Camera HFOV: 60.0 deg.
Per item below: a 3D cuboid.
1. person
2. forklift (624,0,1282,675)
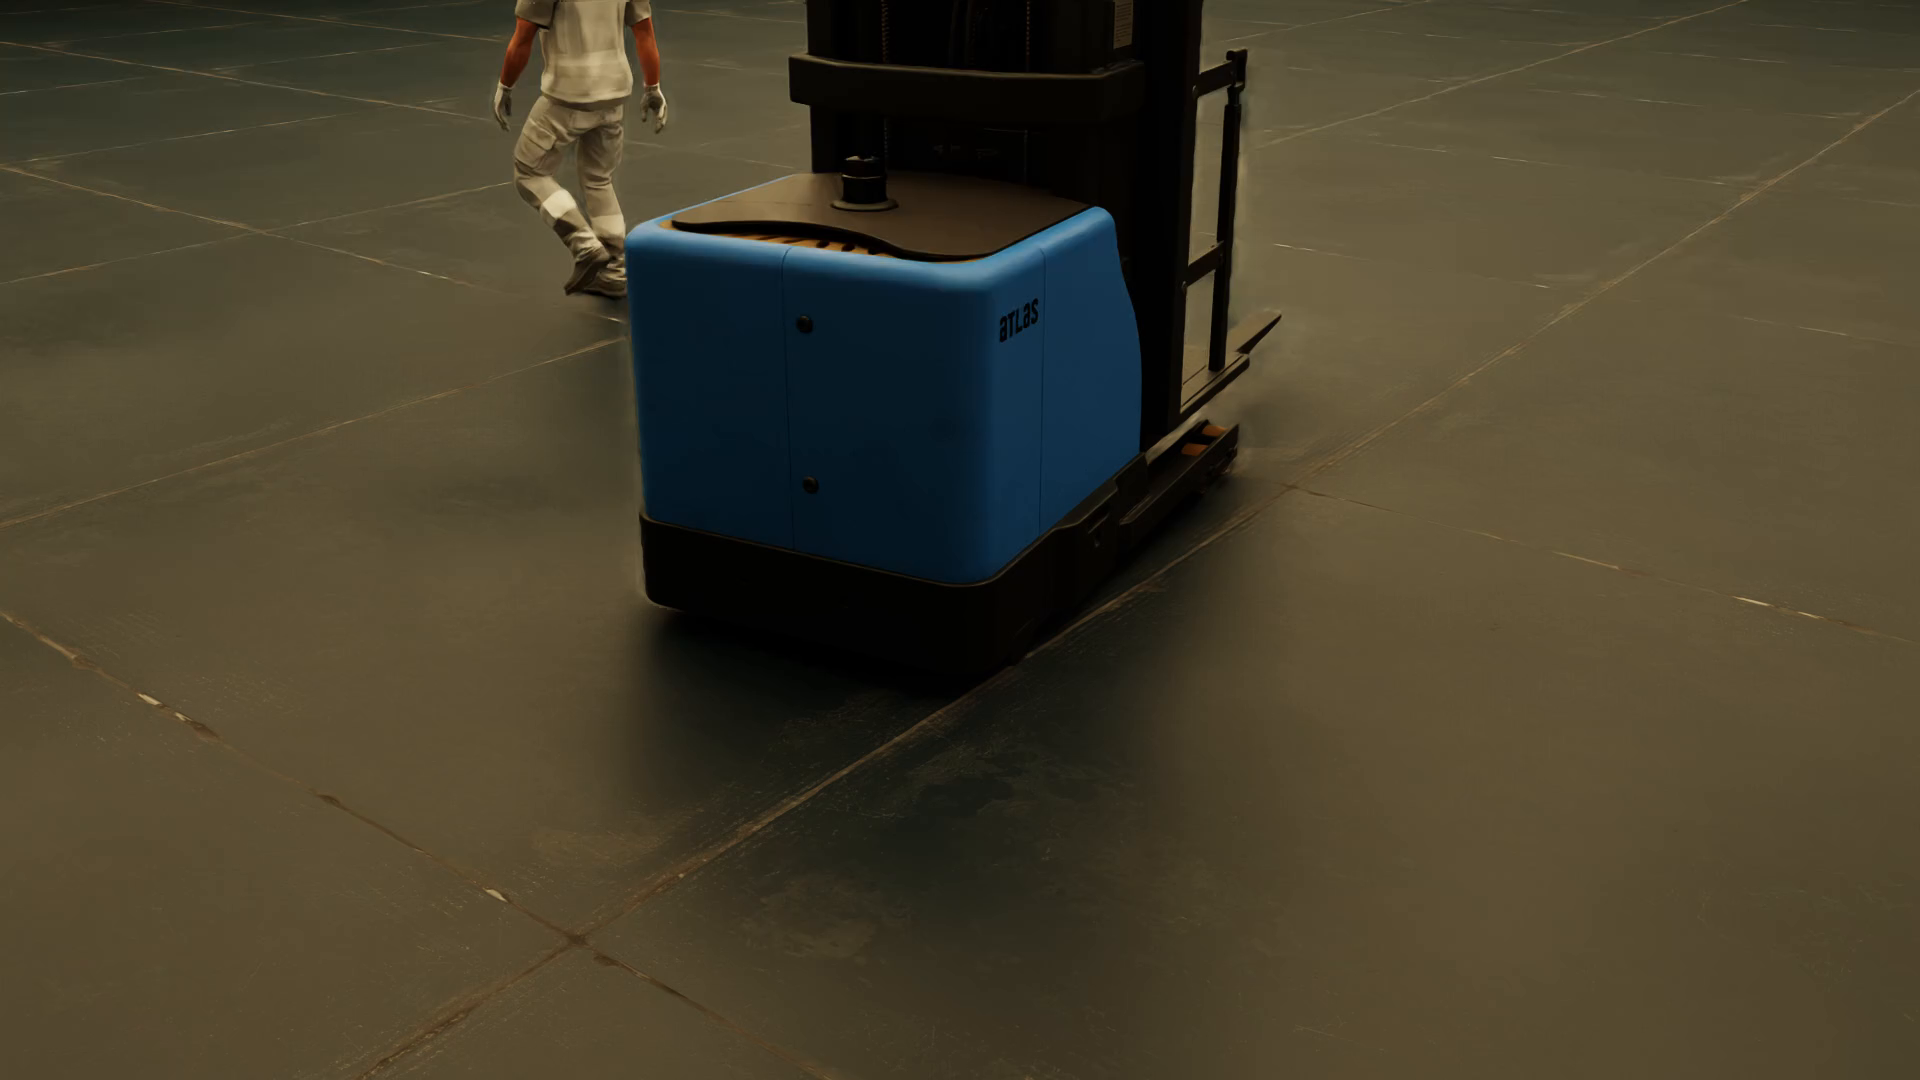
[{"bbox_3d":[-1.654,-1.917,7.218,0.485,1.766,0.735,18,29,35],"label":"person"},{"bbox_3d":[0.271,-1.564,4.936,1.130,2.935,3.031,12,26,25],"label":"forklift"}]
